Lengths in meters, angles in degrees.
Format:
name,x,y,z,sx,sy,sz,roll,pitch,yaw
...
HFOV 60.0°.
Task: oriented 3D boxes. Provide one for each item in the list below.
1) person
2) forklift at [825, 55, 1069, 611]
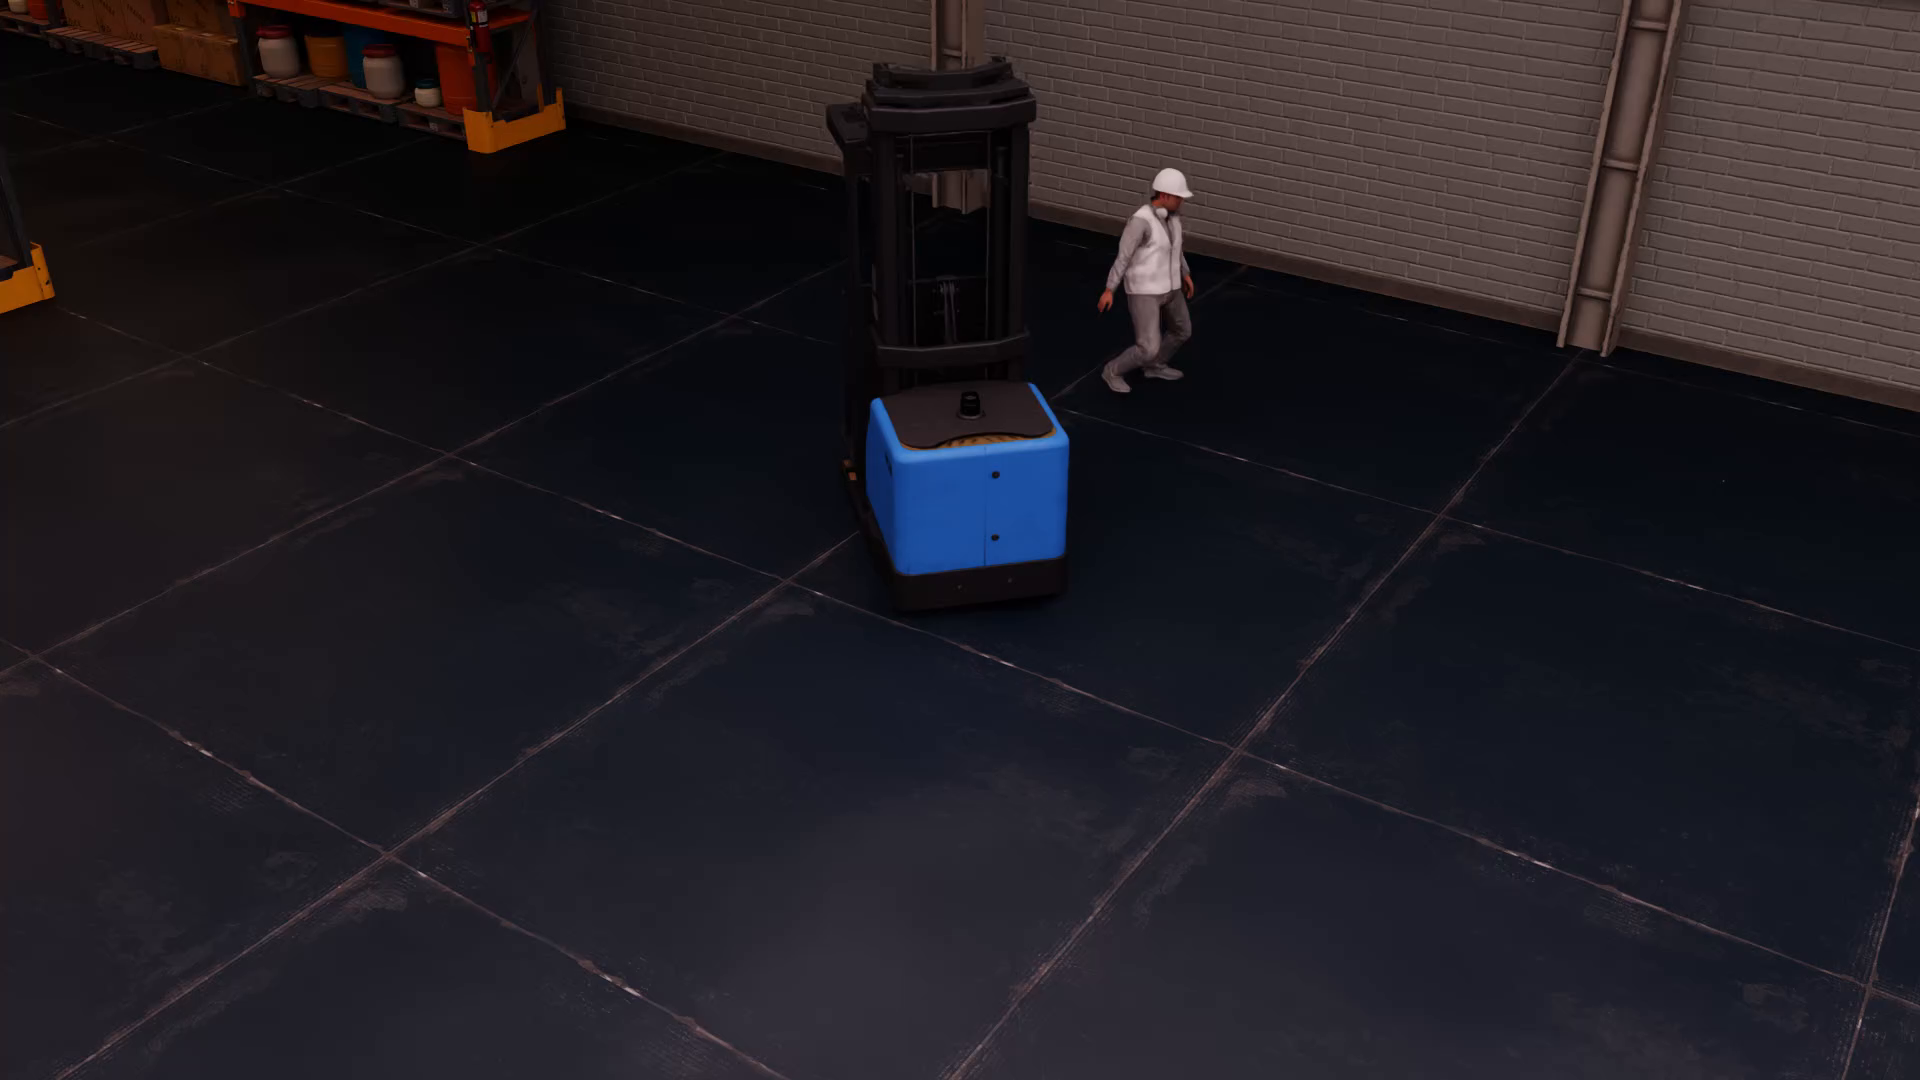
name,x,y,z,sx,sy,sz,roll,pitch,yaw
person,1.378,-1.832,11.984,0.885,1.689,0.485,-26,39,-37
forklift,-0.192,-1.582,10.305,1.130,2.935,3.031,-7,31,-11
